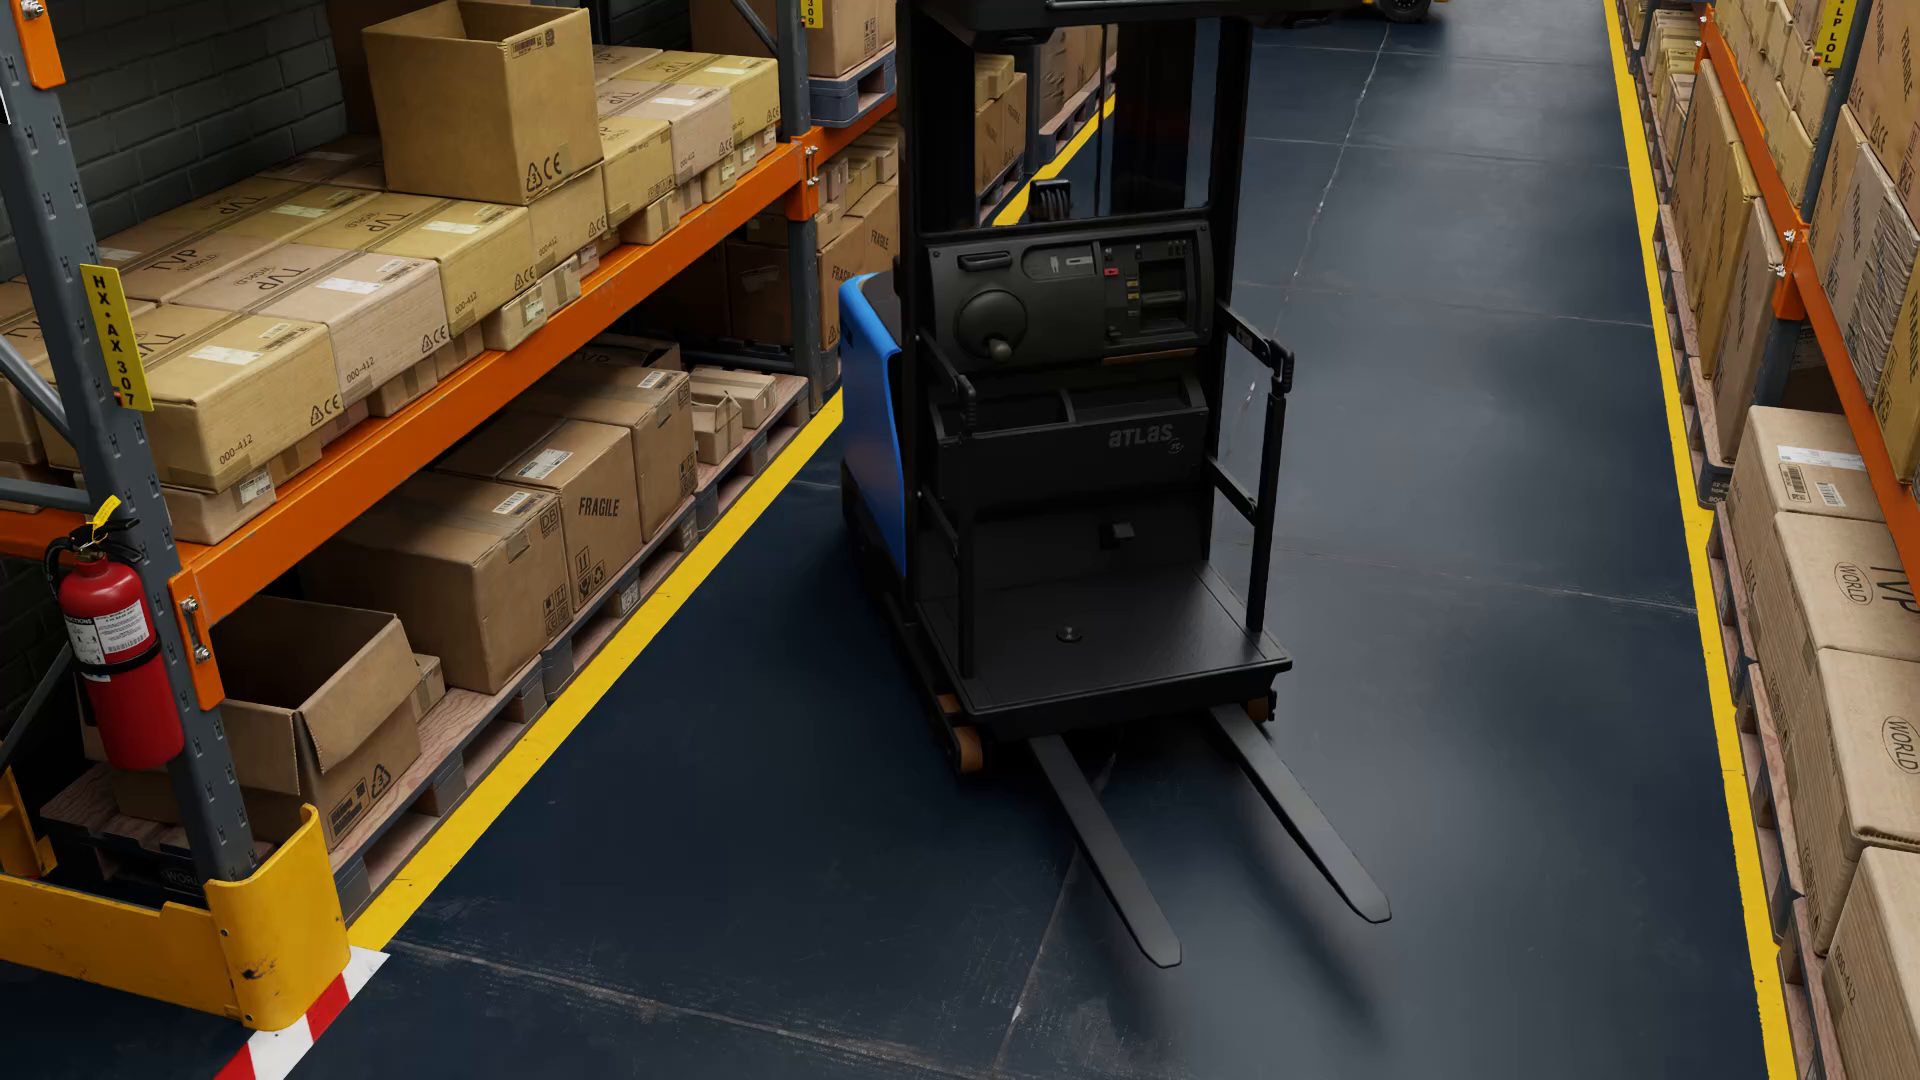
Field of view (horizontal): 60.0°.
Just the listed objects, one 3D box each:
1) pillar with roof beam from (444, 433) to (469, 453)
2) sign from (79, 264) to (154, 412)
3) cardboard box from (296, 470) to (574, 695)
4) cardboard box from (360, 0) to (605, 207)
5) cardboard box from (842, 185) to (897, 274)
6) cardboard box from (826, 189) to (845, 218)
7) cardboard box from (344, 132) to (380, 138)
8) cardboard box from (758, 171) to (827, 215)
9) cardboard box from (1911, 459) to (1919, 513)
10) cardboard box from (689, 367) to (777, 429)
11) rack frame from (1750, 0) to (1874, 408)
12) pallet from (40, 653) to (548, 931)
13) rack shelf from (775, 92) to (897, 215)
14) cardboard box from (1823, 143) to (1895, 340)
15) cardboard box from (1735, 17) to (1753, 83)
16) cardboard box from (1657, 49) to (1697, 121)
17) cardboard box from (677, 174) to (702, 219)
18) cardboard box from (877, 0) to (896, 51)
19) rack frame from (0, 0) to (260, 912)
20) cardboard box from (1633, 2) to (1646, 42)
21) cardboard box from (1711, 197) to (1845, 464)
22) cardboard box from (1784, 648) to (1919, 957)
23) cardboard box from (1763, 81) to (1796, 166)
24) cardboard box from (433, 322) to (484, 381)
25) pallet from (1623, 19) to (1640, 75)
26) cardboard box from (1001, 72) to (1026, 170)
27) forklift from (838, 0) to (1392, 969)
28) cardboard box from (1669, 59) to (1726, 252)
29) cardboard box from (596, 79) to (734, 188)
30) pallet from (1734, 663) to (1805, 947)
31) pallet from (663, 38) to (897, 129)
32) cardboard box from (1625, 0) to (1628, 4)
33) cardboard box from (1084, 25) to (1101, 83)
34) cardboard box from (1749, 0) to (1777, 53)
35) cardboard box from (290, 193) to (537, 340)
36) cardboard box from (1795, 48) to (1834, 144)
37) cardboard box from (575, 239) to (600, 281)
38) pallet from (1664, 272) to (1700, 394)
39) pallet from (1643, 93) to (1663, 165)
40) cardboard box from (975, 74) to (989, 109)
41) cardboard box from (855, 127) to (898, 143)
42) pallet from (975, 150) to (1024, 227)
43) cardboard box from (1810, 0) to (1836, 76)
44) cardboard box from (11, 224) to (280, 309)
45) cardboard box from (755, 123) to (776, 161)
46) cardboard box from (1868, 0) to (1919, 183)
[{"bbox_3d":[1.906,-3.798,4.322,9.100,9.000,0.400,8,30,15],"label":"pillar with roof beam"},{"bbox_3d":[-1.798,-0.428,3.544,0.100,0.325,0.005,8,30,15],"label":"sign"},{"bbox_3d":[-1.759,0.119,5.589,0.700,0.500,0.500,10,31,17],"label":"cardboard box"},{"bbox_3d":[-1.487,-1.389,5.238,0.500,0.500,0.500,9,30,16],"label":"cardboard box"},{"bbox_3d":[-0.639,-1.519,8.534,0.500,0.500,0.500,8,30,14],"label":"cardboard box"},{"bbox_3d":[-0.776,-1.629,8.065,0.380,0.149,0.250,8,30,13],"label":"cardboard box"},{"bbox_3d":[-1.841,-1.385,6.003,0.500,0.250,0.500,9,30,16],"label":"cardboard box"},{"bbox_3d":[-0.841,-1.628,7.757,0.380,0.149,0.250,8,30,14],"label":"cardboard box"},{"bbox_3d":[2.621,-0.198,3.917,0.500,0.500,0.500,9,30,16],"label":"cardboard box"},{"bbox_3d":[-1.026,-0.623,7.285,0.380,0.149,0.250,8,30,13],"label":"cardboard box"},{"bbox_3d":[3.603,-1.280,5.965,1.000,3.000,0.127,8,30,15],"label":"rack frame"},{"bbox_3d":[-2.062,0.686,5.301,1.003,0.211,1.213,8,30,15],"label":"pallet"},{"bbox_3d":[-0.556,-2.601,9.080,1.077,0.370,4.000,8,30,15],"label":"rack shelf"},{"bbox_3d":[3.063,-0.909,5.196,0.500,0.500,0.500,9,30,15],"label":"cardboard box"},{"bbox_3d":[4.100,-2.397,8.128,0.500,0.250,0.500,9,30,17],"label":"cardboard box"},{"bbox_3d":[5.389,-3.130,11.563,0.950,0.372,0.625,10,30,17],"label":"cardboard box"},{"bbox_3d":[-1.207,-1.326,6.306,0.380,0.149,0.250,9,30,16],"label":"cardboard box"},{"bbox_3d":[-0.635,-2.647,7.888,0.700,0.500,0.500,9,30,15],"label":"cardboard box"},{"bbox_3d":[-2.317,-0.127,3.893,1.000,3.000,0.127,8,30,15],"label":"rack frame"},{"bbox_3d":[5.868,-4.292,13.777,0.500,0.250,0.500,10,31,17],"label":"cardboard box"},{"bbox_3d":[3.709,-0.834,6.917,0.875,0.875,0.875,9,30,16],"label":"cardboard box"},{"bbox_3d":[2.788,0.768,4.487,0.875,0.438,0.875,9,30,16],"label":"cardboard box"},{"bbox_3d":[3.644,-1.695,6.866,0.500,0.250,0.500,8,30,14],"label":"cardboard box"},{"bbox_3d":[-1.679,-0.616,5.030,0.380,0.149,0.250,9,30,16],"label":"cardboard box"},{"bbox_3d":[6.115,-4.096,13.896,1.003,0.211,1.213,8,30,15],"label":"pallet"},{"bbox_3d":[0.112,-2.709,10.673,0.500,0.500,0.500,9,30,16],"label":"cardboard box"},{"bbox_3d":[0.420,-0.731,5.050,1.130,2.935,3.031,-8,30,-14],"label":"forklift"},{"bbox_3d":[4.495,-2.084,9.165,0.875,0.875,0.875,8,30,14],"label":"cardboard box"},{"bbox_3d":[-1.192,-1.544,6.288,0.500,0.250,0.500,9,30,15],"label":"cardboard box"},{"bbox_3d":[2.949,0.850,5.005,1.003,0.211,1.213,8,30,15],"label":"pallet"},{"bbox_3d":[-0.804,-2.258,7.921,1.003,0.211,1.213,8,30,15],"label":"pallet"},{"bbox_3d":[6.319,-5.011,15.069,0.500,0.250,0.500,11,31,18],"label":"cardboard box"},{"bbox_3d":[0.609,-3.896,12.679,0.875,0.625,0.625,7,30,13],"label":"cardboard box"},{"bbox_3d":[3.920,-2.387,7.596,0.500,0.250,0.500,9,30,16],"label":"cardboard box"},{"bbox_3d":[-1.633,-0.834,5.013,0.500,0.250,0.500,8,30,14],"label":"cardboard box"},{"bbox_3d":[3.500,-1.672,6.310,0.500,0.250,0.500,8,30,15],"label":"cardboard box"},{"bbox_3d":[-1.465,-0.978,5.680,0.380,0.149,0.250,8,30,15],"label":"cardboard box"},{"bbox_3d":[4.114,-0.999,8.329,1.003,0.211,1.213,8,30,15],"label":"pallet"},{"bbox_3d":[5.368,-2.848,11.652,1.003,0.211,1.213,8,30,15],"label":"pallet"},{"bbox_3d":[-0.042,-2.707,10.002,0.380,0.149,0.250,7,30,13],"label":"cardboard box"},{"bbox_3d":[-0.460,-2.105,8.921,0.380,0.149,0.250,10,30,17],"label":"cardboard box"},{"bbox_3d":[-0.224,-2.285,10.640,1.003,0.211,1.213,8,30,15],"label":"pallet"},{"bbox_3d":[3.494,-2.004,6.135,0.500,0.500,0.500,9,30,16],"label":"cardboard box"},{"bbox_3d":[-2.283,-0.683,4.740,0.500,0.250,0.500,9,30,15],"label":"cardboard box"},{"bbox_3d":[-0.995,-1.692,6.965,0.380,0.149,0.250,9,30,16],"label":"cardboard box"},{"bbox_3d":[3.078,-1.340,4.941,0.500,0.500,0.500,8,30,14],"label":"cardboard box"}]
